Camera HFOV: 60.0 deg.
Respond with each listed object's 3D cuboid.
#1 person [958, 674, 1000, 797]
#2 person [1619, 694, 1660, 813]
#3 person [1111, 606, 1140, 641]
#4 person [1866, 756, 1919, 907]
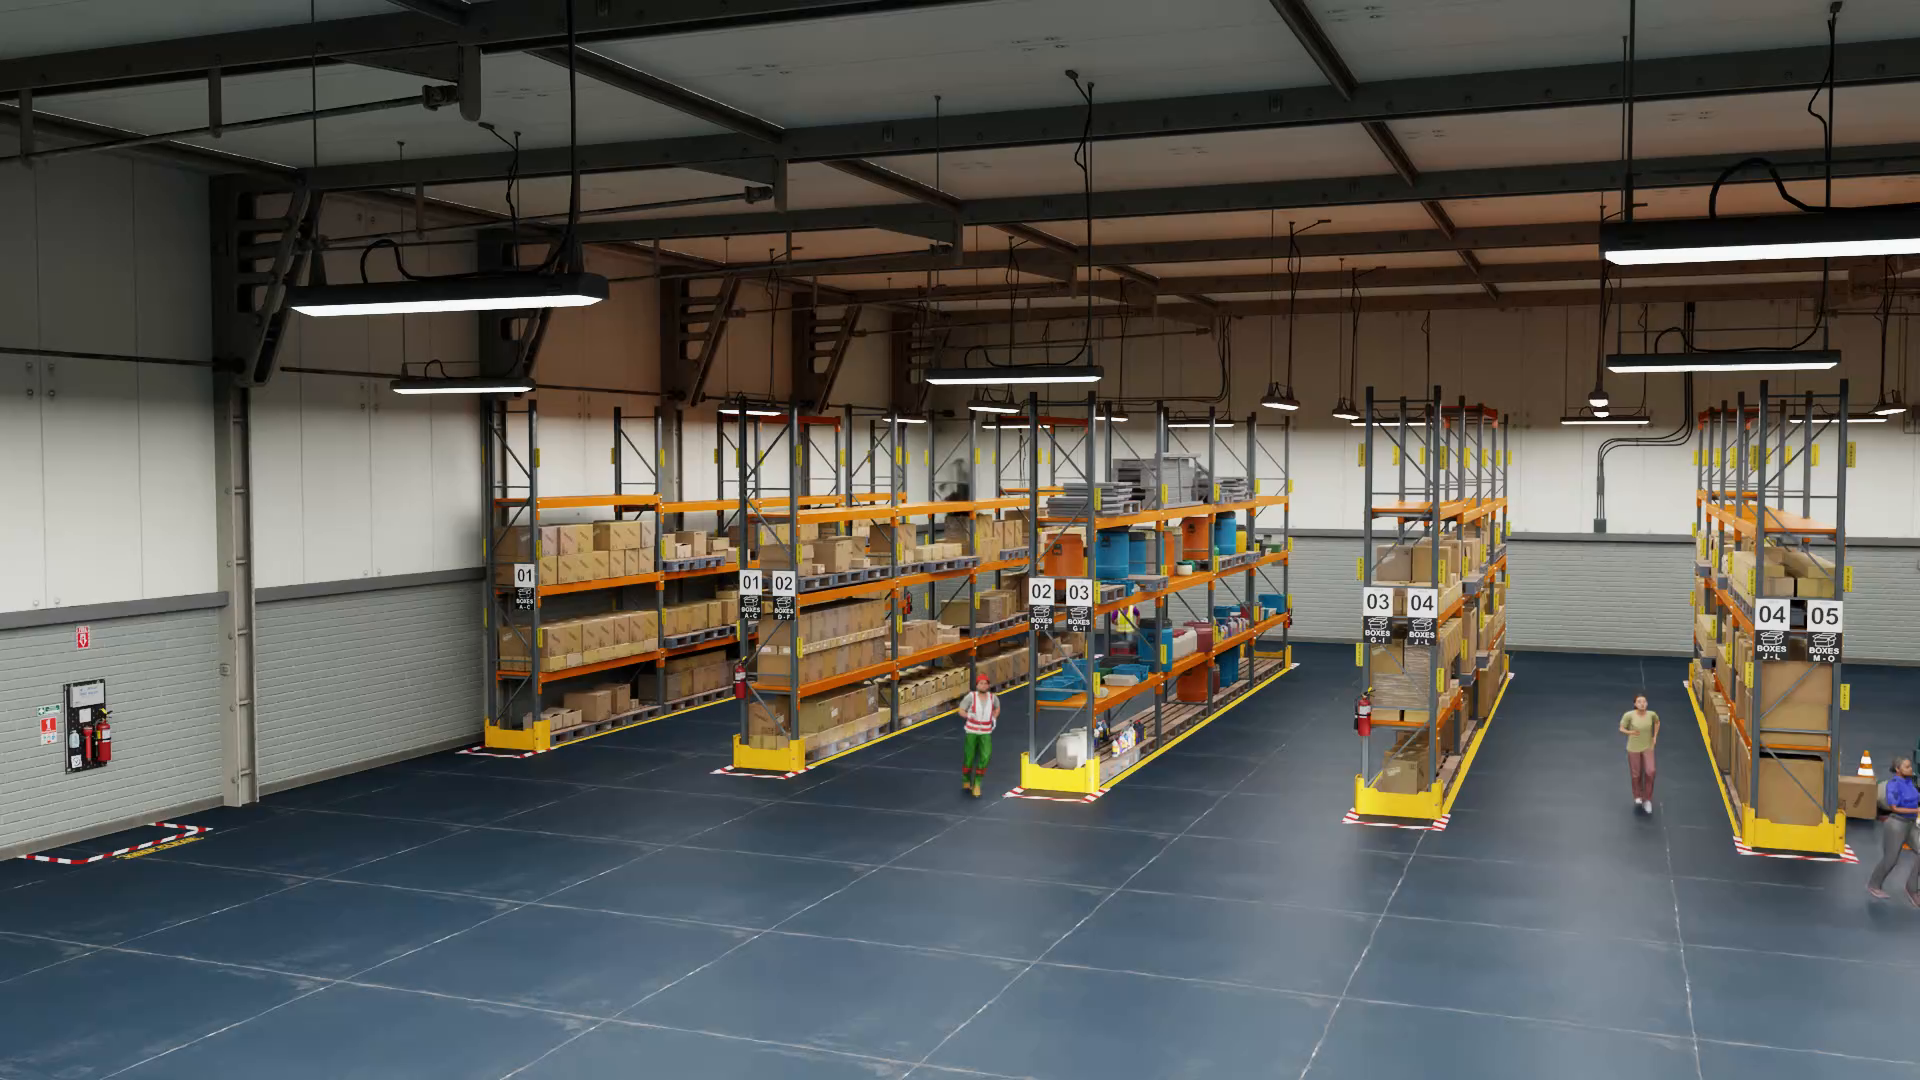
[{"bbox_3d":[0.299,2.905,24.726,0.652,1.827,0.736,0,3,-7],"label":"person"},{"bbox_3d":[9.663,3.011,23.653,0.562,1.677,0.748,1,3,17],"label":"person"},{"bbox_3d":[3.897,2.189,39.251,0.677,1.795,0.915,1,3,11],"label":"person"},{"bbox_3d":[10.551,3.314,18.602,0.557,1.617,0.729,-1,3,-26],"label":"person"}]
